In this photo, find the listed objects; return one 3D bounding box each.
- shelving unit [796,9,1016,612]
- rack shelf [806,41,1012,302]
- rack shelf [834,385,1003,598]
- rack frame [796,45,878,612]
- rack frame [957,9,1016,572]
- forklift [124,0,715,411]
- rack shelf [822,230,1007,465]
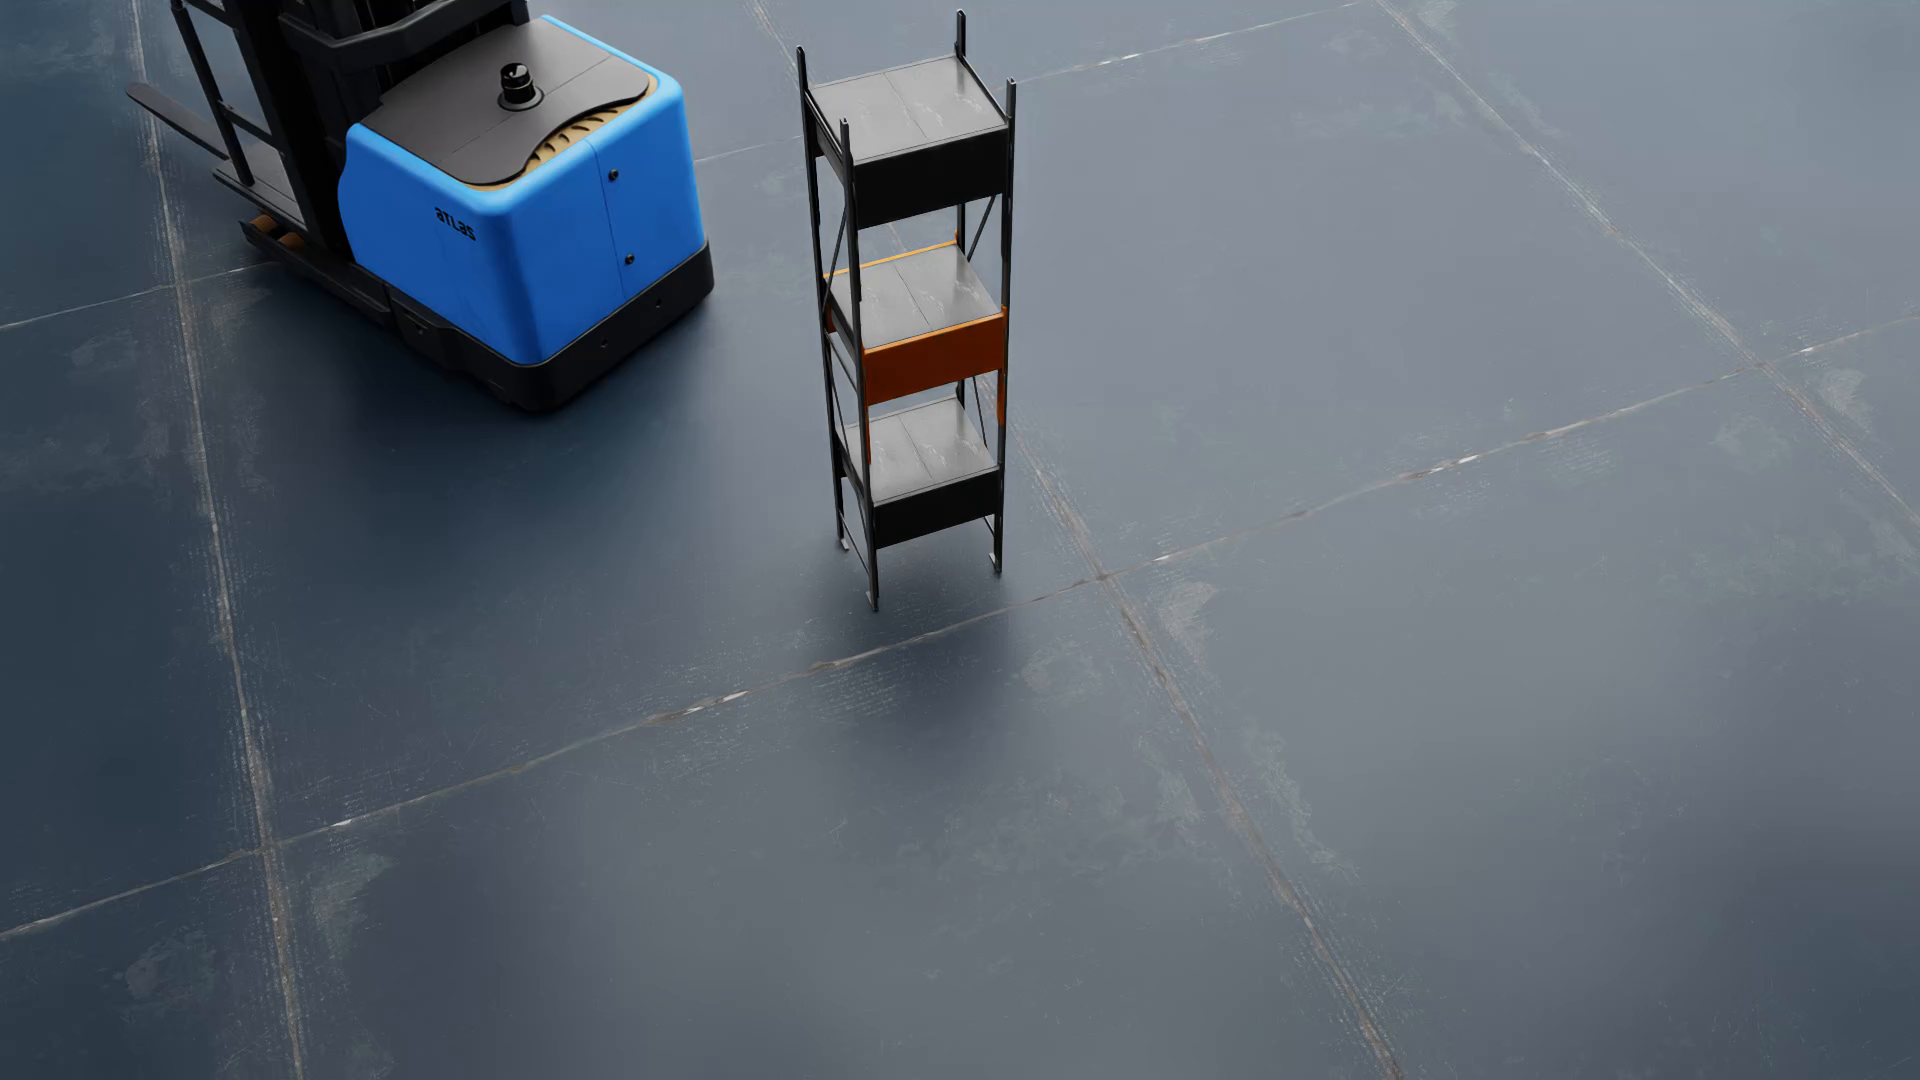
[{"bbox_3d":[-0.153,-0.637,5.413,0.503,2.100,0.431,-17,52,-14],"label":"shelving unit"},{"bbox_3d":[-0.153,-1.084,4.892,0.480,0.518,0.431,-17,52,-14],"label":"rack shelf"},{"bbox_3d":[-0.153,-0.172,5.954,0.480,0.518,0.431,-17,52,-14],"label":"rack shelf"},{"bbox_3d":[-0.379,-0.567,5.353,0.015,2.100,0.400,-17,52,-14],"label":"rack frame"},{"bbox_3d":[0.073,-0.707,5.473,0.015,2.100,0.400,-17,52,-14],"label":"rack frame"},{"bbox_3d":[-2.516,-2.410,6.388,3.031,2.935,1.130,31,56,24],"label":"forklift"},{"bbox_3d":[-0.153,-0.628,5.423,0.480,0.518,0.431,-17,52,-14],"label":"rack shelf"}]
